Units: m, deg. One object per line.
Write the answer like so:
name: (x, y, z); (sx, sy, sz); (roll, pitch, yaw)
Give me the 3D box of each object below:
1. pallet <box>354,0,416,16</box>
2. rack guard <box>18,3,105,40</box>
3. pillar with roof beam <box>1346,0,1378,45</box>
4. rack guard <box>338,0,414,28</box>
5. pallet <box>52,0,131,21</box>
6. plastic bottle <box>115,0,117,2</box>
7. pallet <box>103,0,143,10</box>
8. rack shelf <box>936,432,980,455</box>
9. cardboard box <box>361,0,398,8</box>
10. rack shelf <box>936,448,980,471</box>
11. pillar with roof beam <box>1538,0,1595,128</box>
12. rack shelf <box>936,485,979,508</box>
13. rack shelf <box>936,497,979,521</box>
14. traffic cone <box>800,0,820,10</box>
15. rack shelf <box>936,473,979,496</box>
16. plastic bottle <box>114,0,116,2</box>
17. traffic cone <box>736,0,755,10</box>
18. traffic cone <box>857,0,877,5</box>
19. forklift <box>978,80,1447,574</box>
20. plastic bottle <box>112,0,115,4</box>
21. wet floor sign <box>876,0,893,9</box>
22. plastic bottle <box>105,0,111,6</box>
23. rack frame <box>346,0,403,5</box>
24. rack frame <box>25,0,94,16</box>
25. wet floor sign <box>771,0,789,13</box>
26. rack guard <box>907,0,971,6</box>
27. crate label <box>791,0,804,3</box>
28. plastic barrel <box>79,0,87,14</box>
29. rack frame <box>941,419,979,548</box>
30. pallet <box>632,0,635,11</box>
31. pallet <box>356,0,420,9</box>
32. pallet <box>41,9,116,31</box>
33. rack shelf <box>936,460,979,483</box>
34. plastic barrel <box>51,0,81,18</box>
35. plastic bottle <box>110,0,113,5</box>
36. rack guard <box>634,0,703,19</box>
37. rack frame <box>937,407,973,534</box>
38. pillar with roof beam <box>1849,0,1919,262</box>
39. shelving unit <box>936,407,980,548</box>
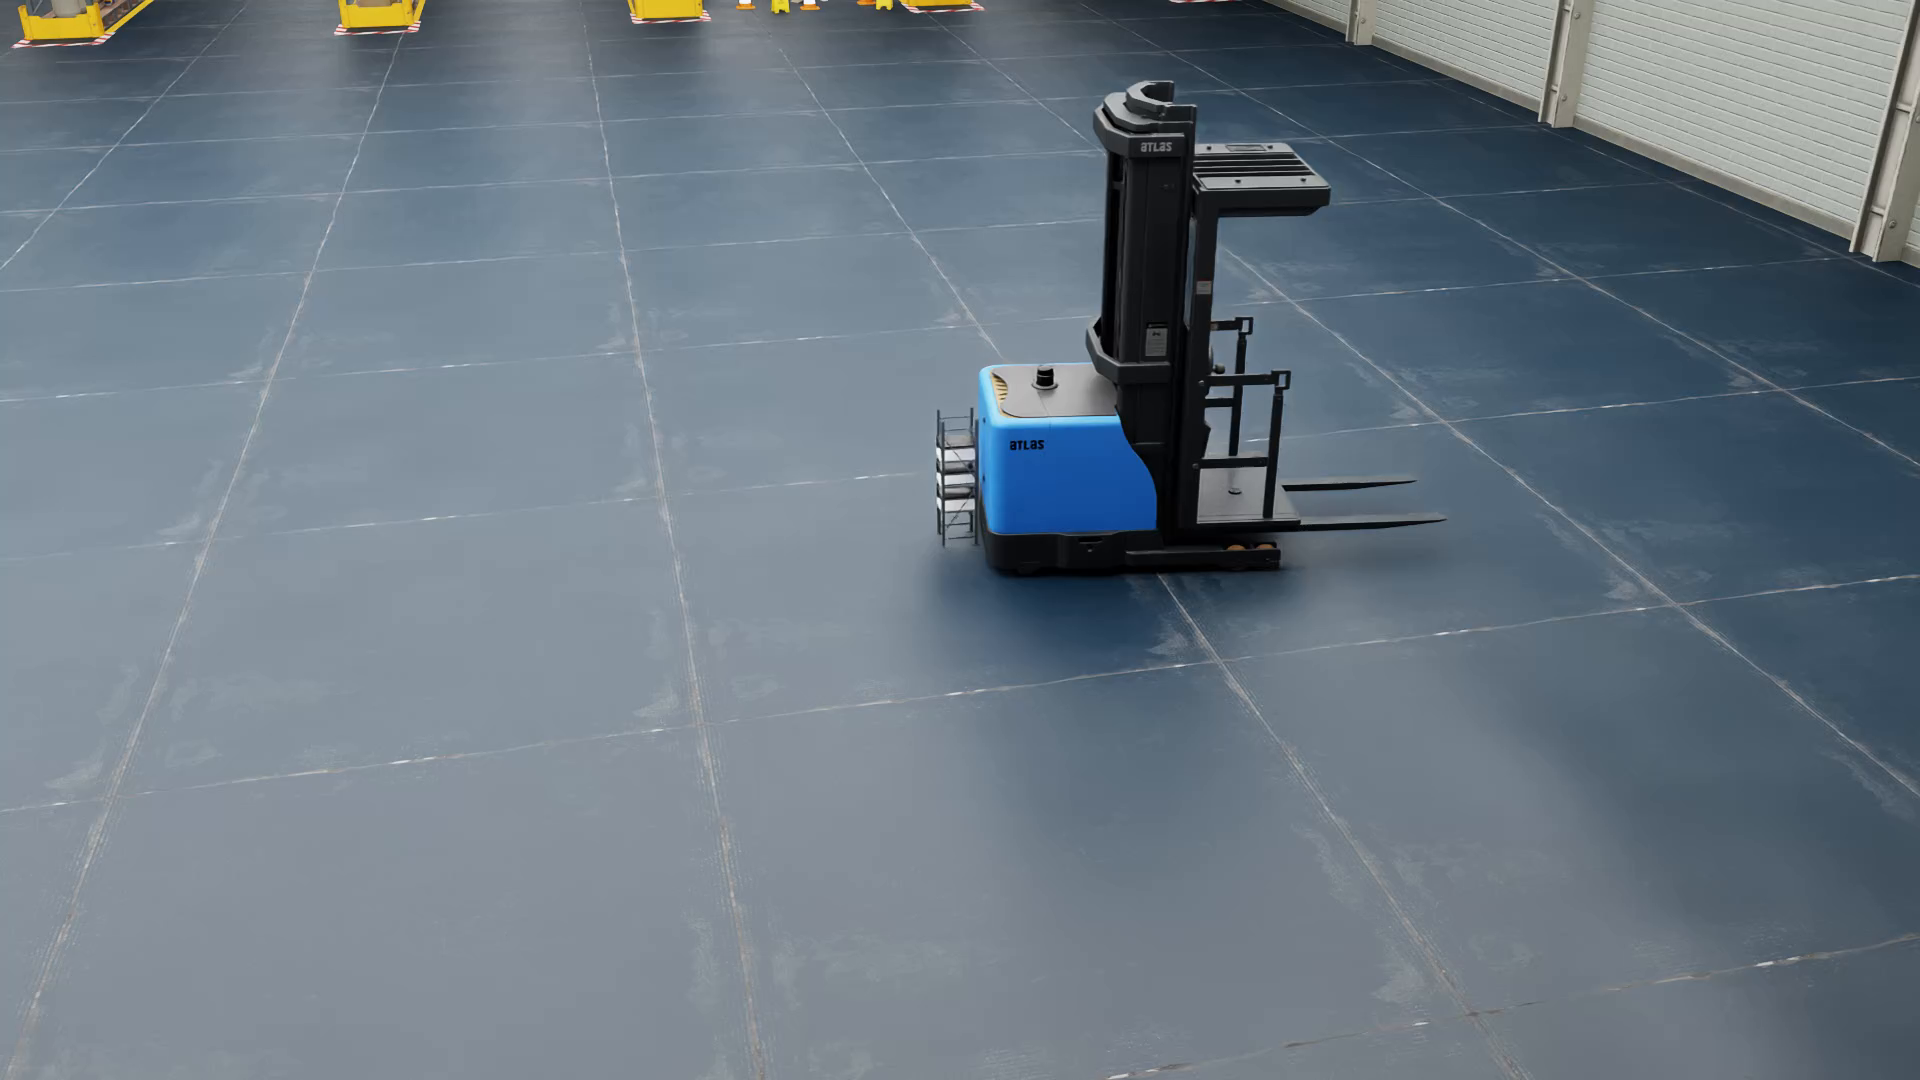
pallet: (-10.192, -9.356, 29.398); (1.003, 0.211, 1.213); (-6, 27, -12)
rack guard: (-14.915, -8.617, 27.614); (1.175, 0.500, 0.348); (-6, 27, -12)
pillar with roof beam: (2.343, -11.723, 24.336); (9.100, 9.000, 0.400); (-6, 27, -12)
rack guard: (-10.043, -9.125, 28.620); (1.175, 0.500, 0.348); (-6, 27, -12)
pallet: (-15.364, -9.380, 29.445); (1.003, 0.211, 1.213); (-6, 27, -12)
plastic bottle: (-15.057, -9.705, 29.534); (0.097, 0.271, 0.097); (0, 27, 0)
pallet: (-15.642, -9.916, 30.509); (1.003, 0.211, 1.213); (-6, 27, -12)
rack shelf: (-0.016, -0.616, 10.793); (0.258, 0.077, 0.200); (-4, 27, -8)
cardboard box: (-10.151, -9.555, 29.005); (0.500, 0.500, 0.500); (-1, 27, -2)
rack shelf: (-0.016, -0.536, 10.834); (0.258, 0.077, 0.200); (-4, 27, -8)
pillar with roof beam: (3.695, -9.089, 19.118); (9.100, 9.000, 0.400); (-6, 27, -12)
rack shelf: (-0.016, -0.295, 10.956); (0.258, 0.077, 0.200); (-4, 27, -8)
rack shelf: (-0.016, -0.215, 10.996); (0.258, 0.077, 0.200); (-4, 27, -8)
traffic cone: (-2.730, -9.877, 30.151); (0.336, 0.463, 0.334); (-6, 27, -12)
rack shelf: (-0.016, -0.375, 10.915); (0.258, 0.077, 0.200); (-4, 27, -8)
plastic bottle: (-15.034, -9.661, 29.447); (0.097, 0.271, 0.097); (0, 27, 0)
traffic cone: (-3.907, -9.911, 30.219); (0.336, 0.463, 0.334); (-6, 27, -12)
traffic cone: (-1.725, -10.139, 30.670); (0.336, 0.463, 0.334); (-6, 27, -12)
forklift: (1.654, -1.344, 10.507); (3.031, 2.935, 1.130); (-2, 27, -4)
plastic bottle: (-14.990, -9.617, 29.347); (0.061, 0.283, 0.133); (-5, 27, -11)
wet floor sign: (-1.371, -9.970, 30.134); (0.267, 0.644, 0.232); (3, 27, 6)
plastic bottle: (-14.957, -9.510, 29.149); (0.097, 0.271, 0.097); (0, 27, 0)
rack frame: (-10.026, -10.207, 27.990); (1.000, 3.000, 0.127); (-6, 27, -12)
rack frame: (-14.852, -9.704, 26.994); (1.000, 3.000, 0.127); (-6, 27, -12)
wet floor sign: (-3.235, -9.804, 29.804); (0.267, 0.644, 0.232); (-11, 29, -20)
rack guard: (-0.388, -10.131, 30.613); (1.175, 0.500, 0.348); (-6, 27, -12)
crate label: (-2.967, -10.070, 30.896); (0.250, 0.136, 0.298); (-23, 35, -38)
plastic barrel: (-15.188, -9.282, 28.453); (0.421, 0.512, 0.421); (0, 27, 0)
rack frame: (0.000, -0.360, 10.810); (0.240, 0.900, 0.006); (-4, 27, -8)
pallet: (-5.427, -9.765, 30.208); (1.003, 0.211, 1.213); (-6, 27, -12)
pallet: (-10.463, -9.890, 30.457); (1.003, 0.211, 1.213); (-6, 27, -12)
pallet: (-15.093, -8.845, 28.386); (1.003, 0.211, 1.213); (-6, 27, -12)
rack shelf: (-0.016, -0.456, 10.874); (0.258, 0.077, 0.200); (-4, 27, -8)
plastic barrel: (-15.075, -9.062, 28.017); (0.421, 0.512, 0.421); (0, 27, 0)
plastic bottle: (-14.980, -9.524, 29.255); (0.097, 0.201, 0.097); (0, 27, 0)
rack guard: (-5.166, -9.540, 29.443); (1.175, 0.500, 0.348); (-6, 27, -12)
rack frame: (-0.032, -0.450, 10.990); (0.240, 0.900, 0.006); (-4, 27, -8)
pillar with roof beam: (5.047, -6.455, 13.899); (9.100, 9.000, 0.400); (-6, 27, -12)
shelving unit: (-0.016, -0.405, 10.900); (0.258, 0.900, 0.210); (-4, 27, -8)
